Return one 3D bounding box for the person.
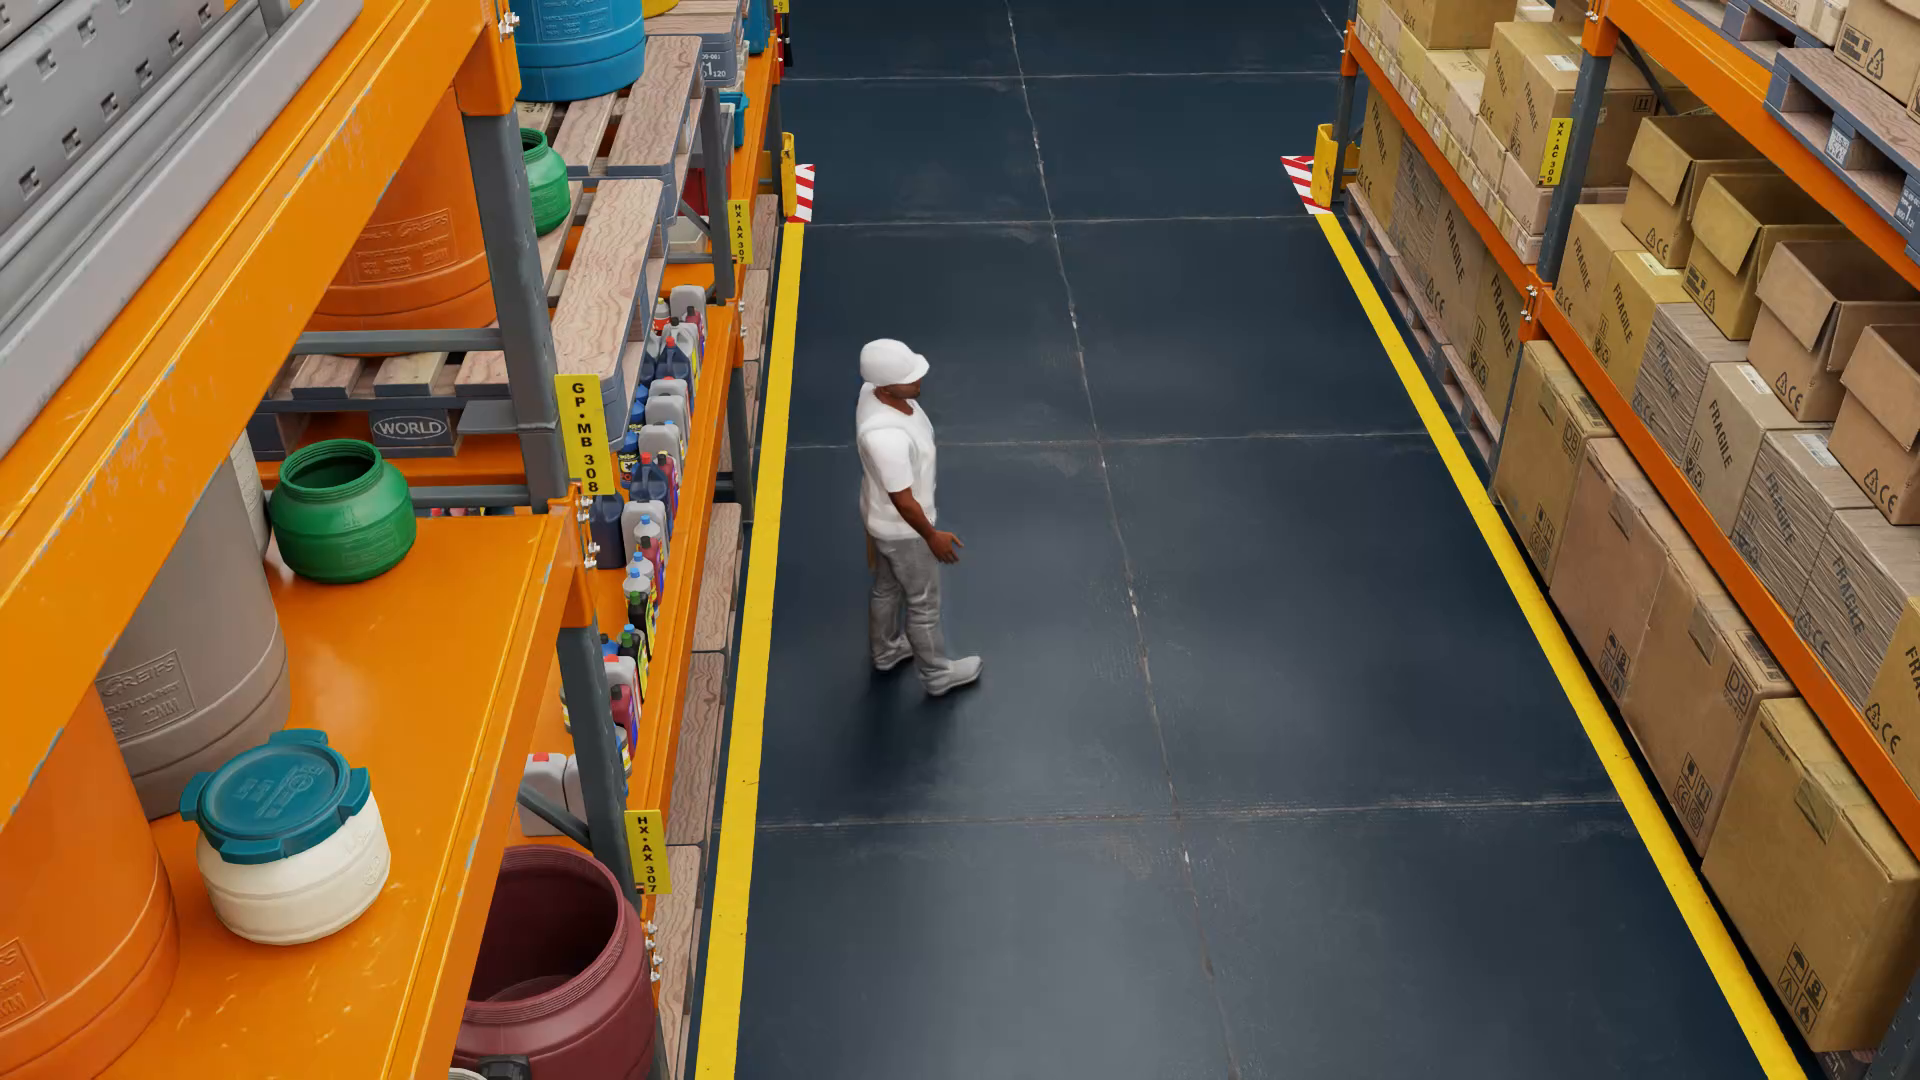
[{"bbox_3d":[-0.175,-0.115,7.251,0.550,1.768,0.575,-6,36,-9],"label":"person"}]
